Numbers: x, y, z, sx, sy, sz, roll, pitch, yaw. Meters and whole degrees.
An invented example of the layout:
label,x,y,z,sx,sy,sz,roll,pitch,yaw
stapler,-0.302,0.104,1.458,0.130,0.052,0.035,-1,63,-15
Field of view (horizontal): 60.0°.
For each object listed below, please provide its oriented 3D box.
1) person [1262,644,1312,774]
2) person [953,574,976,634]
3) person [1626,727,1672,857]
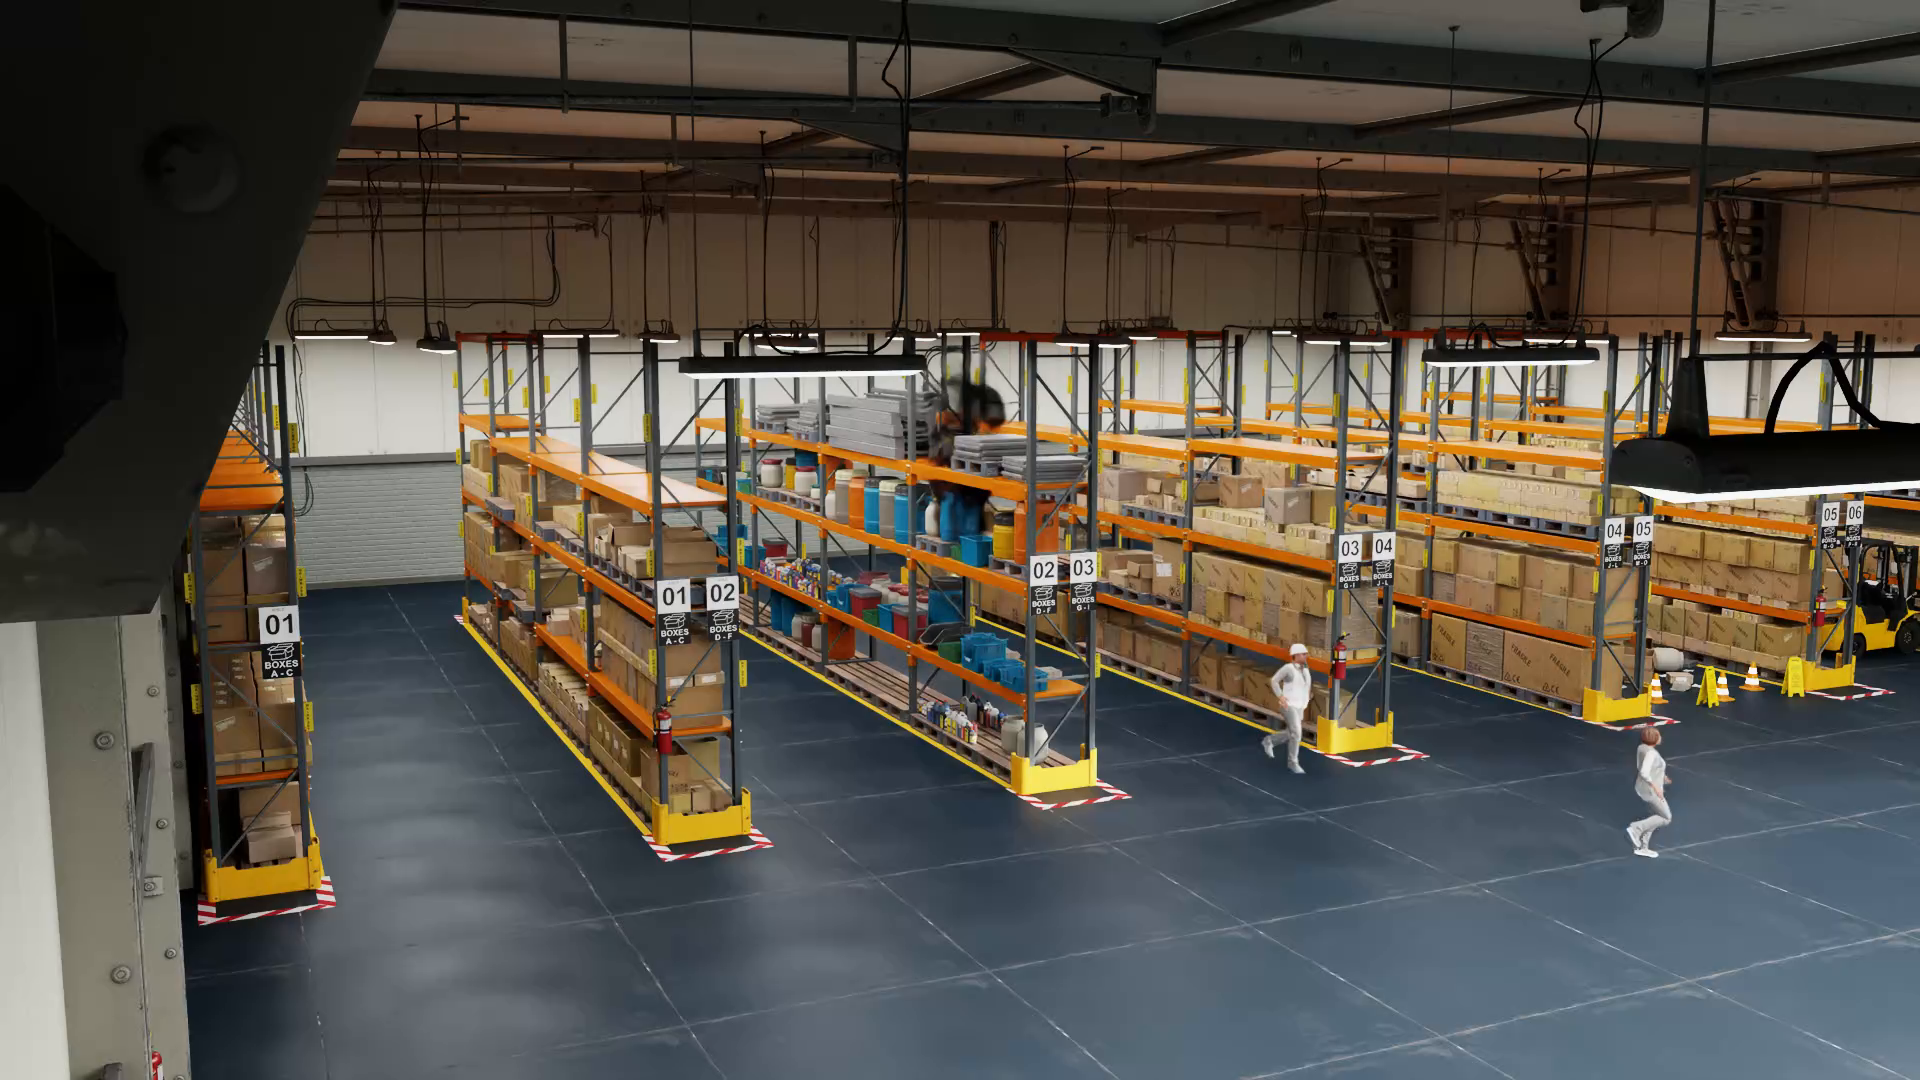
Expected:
label,x,y,z,sx,sy,sz,roll,pitch,yaw
person,4.682,2.330,23.479,0.694,1.758,0.844,-7,10,-41
person,0.042,1.248,31.072,0.698,1.760,0.970,-6,10,-38
person,8.090,2.962,19.500,0.537,1.544,0.549,1,8,5
